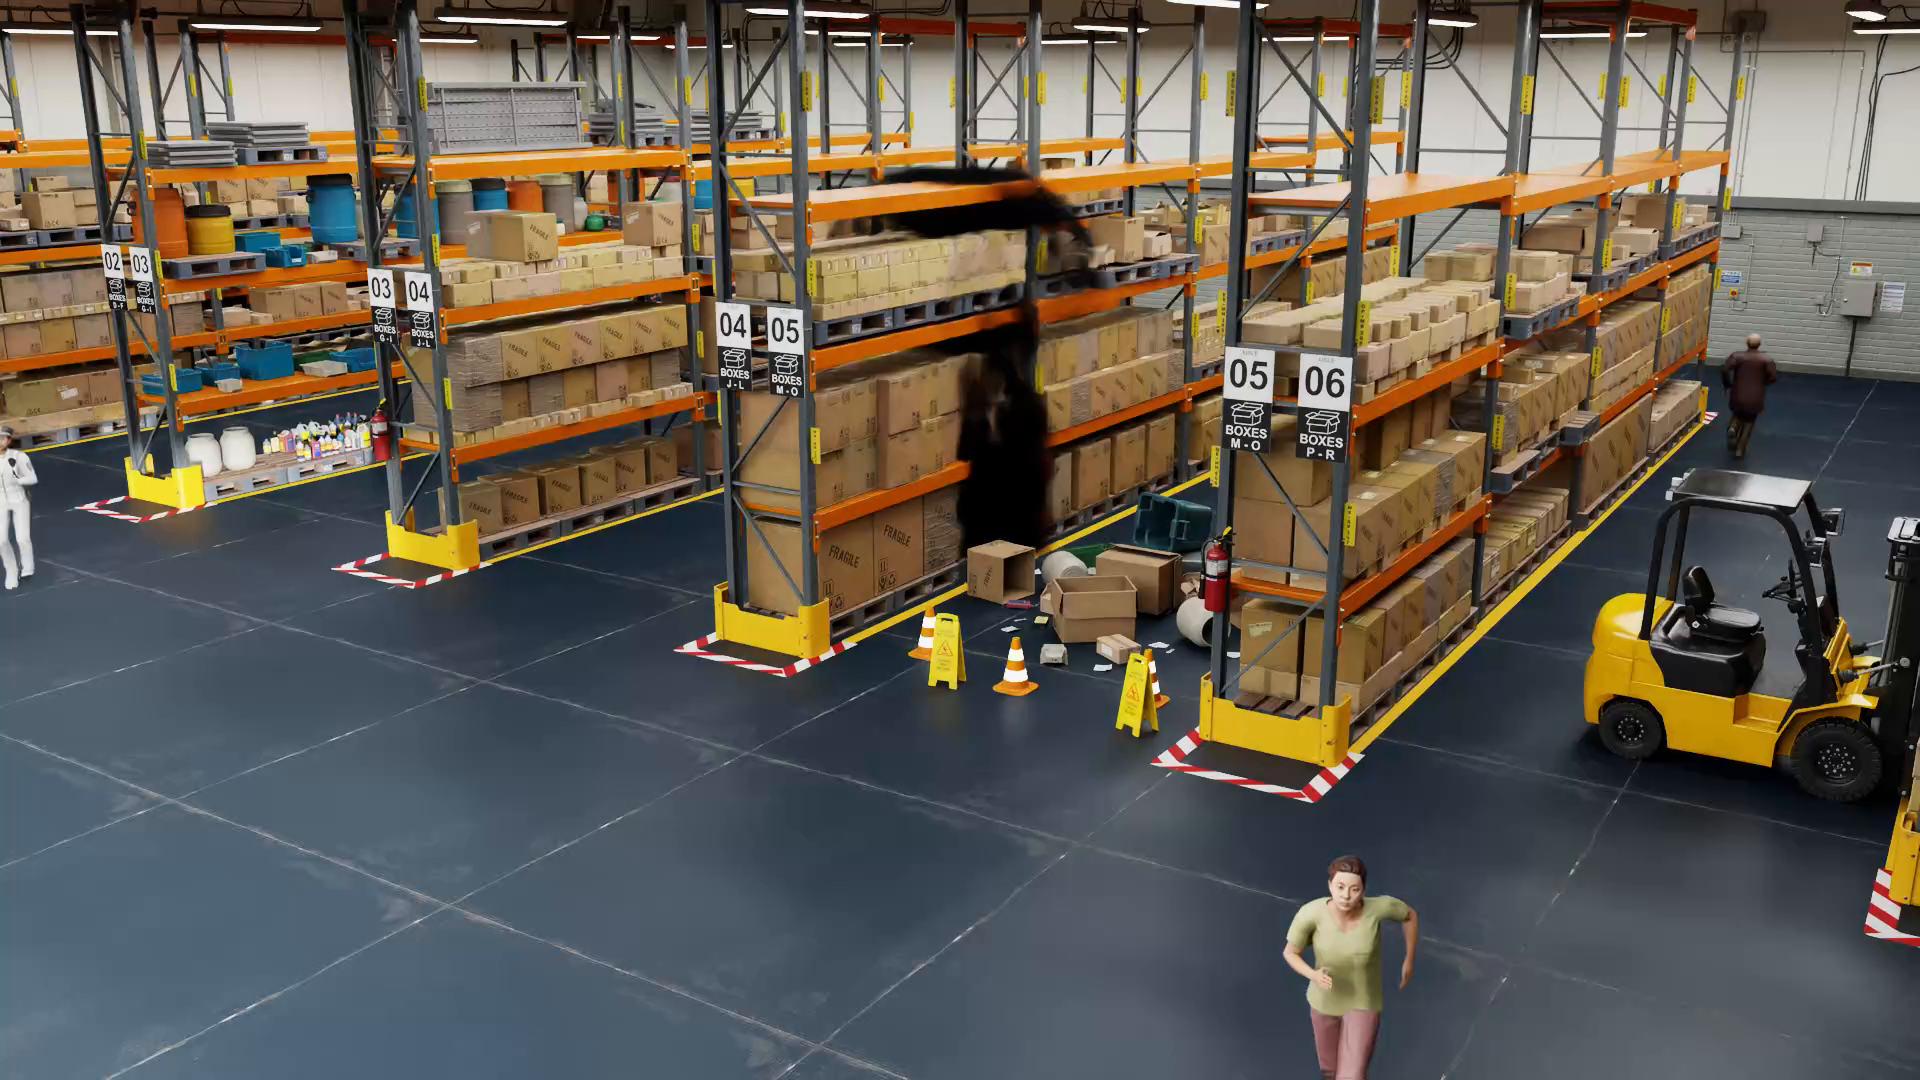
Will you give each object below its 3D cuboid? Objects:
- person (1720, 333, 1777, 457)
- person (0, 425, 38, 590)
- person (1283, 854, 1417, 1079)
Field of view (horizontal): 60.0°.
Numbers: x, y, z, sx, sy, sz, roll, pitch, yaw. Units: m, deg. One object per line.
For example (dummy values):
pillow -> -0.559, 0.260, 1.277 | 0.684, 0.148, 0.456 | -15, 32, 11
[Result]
person -> 11.051, -2.043, 23.346 | 0.705, 1.737, 0.581 | 9, 18, 30
person -> -9.911, -0.347, 17.339 | 0.591, 1.731, 0.680 | -6, 17, -21
person -> 1.862, 2.250, 8.029 | 0.602, 1.673, 0.797 | 5, 16, 17
